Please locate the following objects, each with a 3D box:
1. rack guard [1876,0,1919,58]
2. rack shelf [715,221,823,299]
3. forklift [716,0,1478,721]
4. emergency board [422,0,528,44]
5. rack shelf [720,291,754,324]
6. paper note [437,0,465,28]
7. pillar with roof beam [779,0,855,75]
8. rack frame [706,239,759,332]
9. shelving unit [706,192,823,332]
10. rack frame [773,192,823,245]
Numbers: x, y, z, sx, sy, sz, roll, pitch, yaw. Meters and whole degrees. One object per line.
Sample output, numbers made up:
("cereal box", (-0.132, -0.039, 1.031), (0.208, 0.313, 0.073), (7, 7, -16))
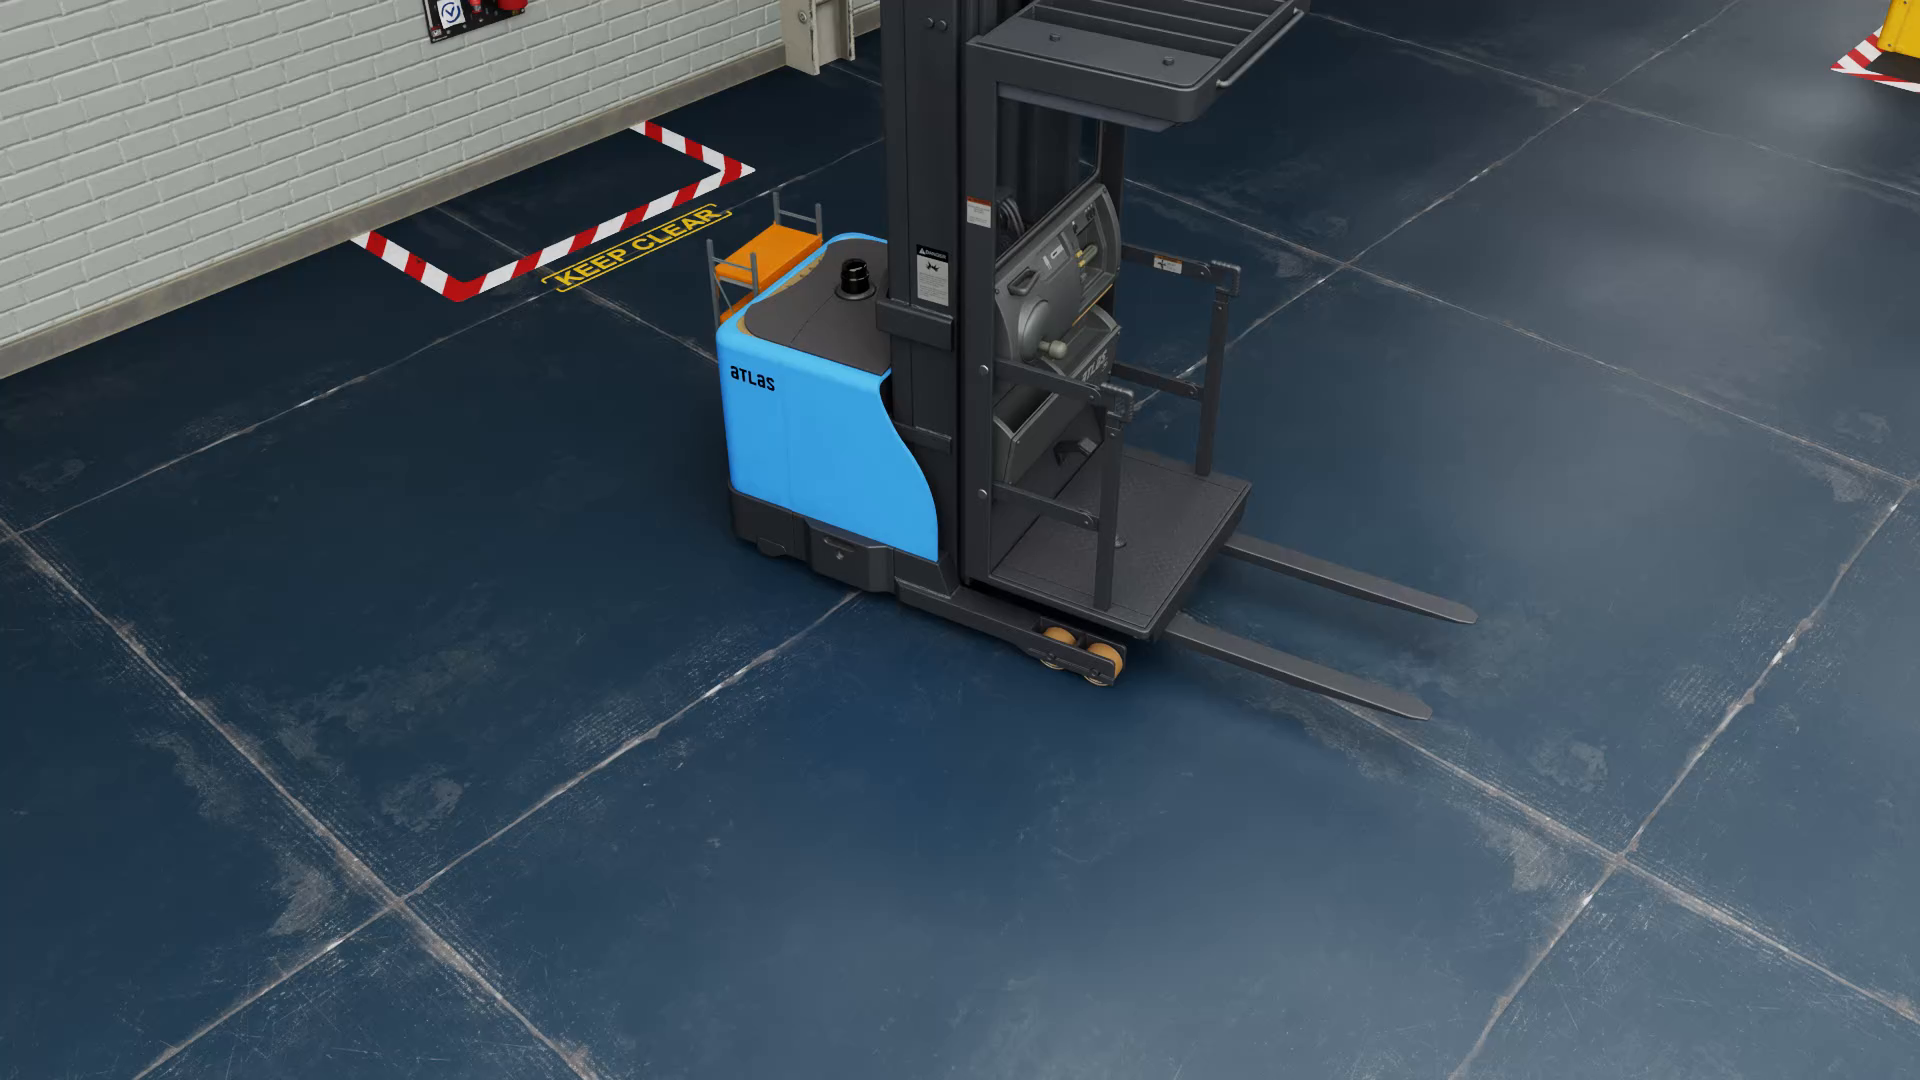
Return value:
("rack guard", (6.896, -3.455, 11.193), (1.175, 0.500, 0.348), (30, 47, 32))
("rack shelf", (-0.823, -1.177, 7.135), (0.258, 0.148, 0.480), (19, 42, 22))
("forklift", (0.551, -0.956, 6.097), (3.031, 2.935, 1.130), (19, 42, 22))
("emergency board", (-2.656, -3.332, 9.030), (0.194, 1.169, 0.643), (30, 47, 32))
("rack shelf", (-0.823, -0.992, 7.282), (0.258, 0.148, 0.480), (19, 42, 22))
("paper note", (-2.826, -2.934, 9.238), (0.016, 0.148, 0.142), (30, 47, 32))
("pillar with roof beam", (2.217, -4.991, 6.297), (9.100, 9.000, 0.400), (30, 47, 32))
("rack frame", (-0.942, -0.737, 7.213), (0.240, 1.200, 0.015), (19, 42, 22))
("shelving unit", (-0.823, -0.870, 7.380), (0.258, 1.200, 0.503), (19, 42, 22))
("rack frame", (-0.705, -1.002, 7.547), (0.240, 1.200, 0.015), (19, 42, 22))
